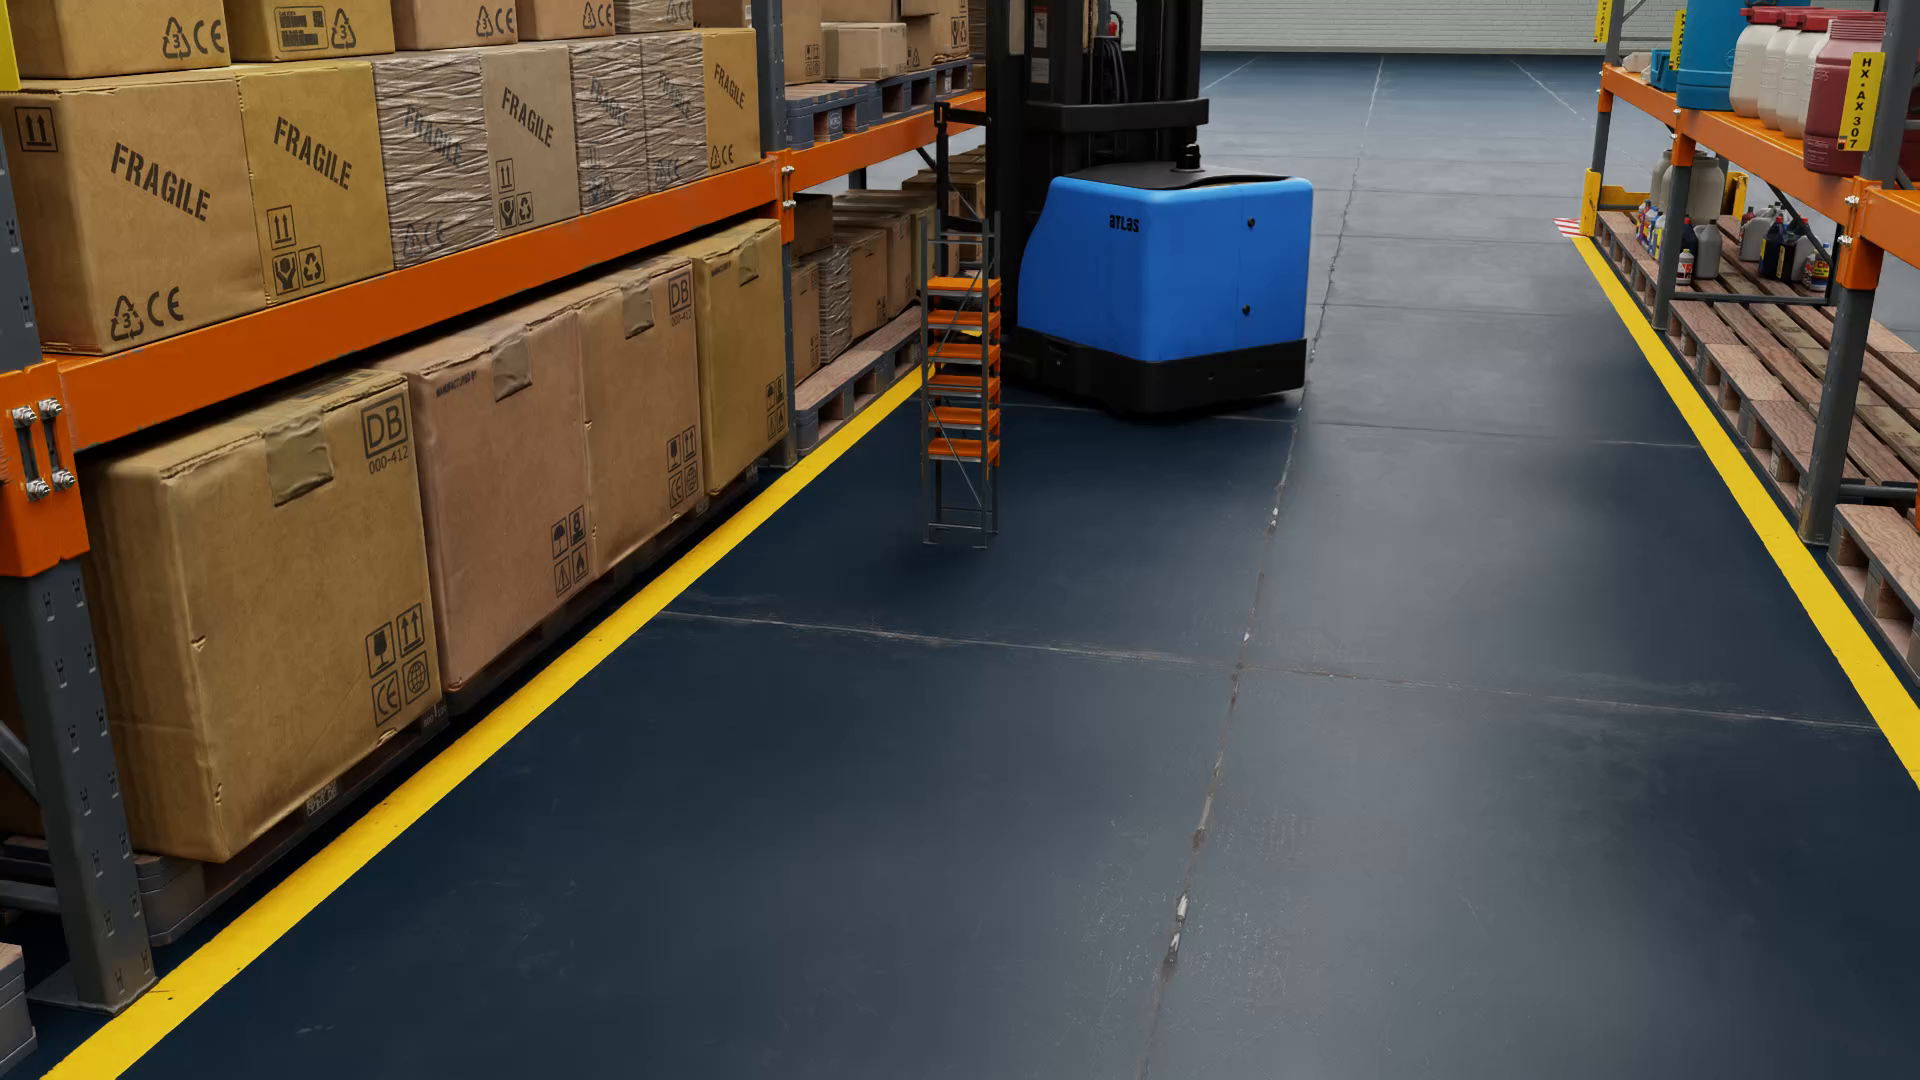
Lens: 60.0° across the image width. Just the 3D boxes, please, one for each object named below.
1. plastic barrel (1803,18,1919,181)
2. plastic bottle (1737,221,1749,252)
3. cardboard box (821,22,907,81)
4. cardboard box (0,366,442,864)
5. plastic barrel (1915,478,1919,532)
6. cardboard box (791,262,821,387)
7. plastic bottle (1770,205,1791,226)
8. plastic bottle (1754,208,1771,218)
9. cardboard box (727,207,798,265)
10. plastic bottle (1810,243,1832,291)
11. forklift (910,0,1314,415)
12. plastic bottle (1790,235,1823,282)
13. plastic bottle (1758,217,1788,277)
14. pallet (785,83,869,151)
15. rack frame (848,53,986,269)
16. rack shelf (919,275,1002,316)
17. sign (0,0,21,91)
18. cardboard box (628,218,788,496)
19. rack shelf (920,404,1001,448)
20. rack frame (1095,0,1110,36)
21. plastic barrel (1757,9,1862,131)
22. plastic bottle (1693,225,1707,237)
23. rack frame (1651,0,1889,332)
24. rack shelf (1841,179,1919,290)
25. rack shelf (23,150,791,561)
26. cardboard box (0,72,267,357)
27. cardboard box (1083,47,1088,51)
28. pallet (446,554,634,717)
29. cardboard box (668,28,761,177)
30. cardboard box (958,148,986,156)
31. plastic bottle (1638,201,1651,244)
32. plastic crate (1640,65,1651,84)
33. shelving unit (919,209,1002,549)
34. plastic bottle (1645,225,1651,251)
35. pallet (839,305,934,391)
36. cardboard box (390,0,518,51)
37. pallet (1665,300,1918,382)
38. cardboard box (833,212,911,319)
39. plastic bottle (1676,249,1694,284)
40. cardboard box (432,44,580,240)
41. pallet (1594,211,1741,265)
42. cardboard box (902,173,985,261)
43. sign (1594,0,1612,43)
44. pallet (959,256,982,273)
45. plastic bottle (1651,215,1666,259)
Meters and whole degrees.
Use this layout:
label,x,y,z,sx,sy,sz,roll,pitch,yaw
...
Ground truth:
label,x,y,z,sx,sy,sz,roll,pitch,yaw
plastic barrel,3.425,-1.609,6.047,0.600,0.536,0.708,5,19,13
plastic bottle,5.289,-2.040,11.169,0.097,0.201,0.097,0,19,0
cardboard box,-0.565,-2.401,8.160,0.500,0.250,0.500,4,19,12
cardboard box,-2.037,0.092,3.916,1.225,0.875,0.875,5,19,14
plastic barrel,3.503,-0.392,5.404,0.600,0.830,0.708,5,19,13
cardboard box,-1.053,-1.003,7.671,0.700,0.500,0.500,4,19,10
plastic bottle,5.333,-1.996,10.809,0.144,0.351,0.185,5,19,13
plastic bottle,5.449,-2.115,11.272,0.152,0.276,0.135,5,19,14
cardboard box,-1.063,-1.359,7.552,0.500,0.250,0.500,5,20,16
plastic bottle,5.086,-1.611,9.805,0.097,0.271,0.097,0,19,0
forklift,0.467,-2.393,8.658,1.130,2.935,3.031,-12,22,-31
plastic bottle,5.138,-1.717,10.107,0.152,0.276,0.135,5,20,15
plastic bottle,5.043,-1.815,10.279,0.144,0.351,0.185,5,19,13
pallet,-1.126,-1.908,7.428,1.213,0.211,1.003,5,19,13
rack frame,-0.220,-3.020,10.389,1.000,3.000,0.127,5,19,13
rack shelf,0.004,-0.871,5.905,0.258,0.103,0.180,5,19,13
sign,-1.636,-0.917,2.769,0.100,0.325,0.005,5,19,13
cardboard box,-1.386,-0.745,6.366,1.225,0.875,0.875,4,19,11
rack shelf,0.004,-0.417,6.060,0.258,0.103,0.180,5,19,13
rack frame,0.757,-4.274,14.060,1.000,3.000,0.127,5,19,13
plastic barrel,3.957,-2.181,7.722,0.433,0.535,0.433,0,19,0
plastic bottle,4.658,-1.829,10.436,0.152,0.276,0.135,5,19,13
rack frame,4.583,-2.629,9.244,1.000,3.000,0.127,5,19,13
rack shelf,3.117,-0.408,3.855,1.077,0.370,4.000,5,19,13
rack shelf,-1.686,-0.799,5.000,1.077,0.370,4.000,5,19,13
cardboard box,-1.820,-0.685,3.396,0.500,0.500,0.500,5,19,14
cardboard box,0.815,-3.889,13.321,0.380,0.149,0.250,5,19,13
pallet,-1.763,0.175,5.347,1.003,0.211,1.213,5,19,13
cardboard box,-1.077,-1.640,6.192,0.500,0.500,0.500,5,20,15
cardboard box,0.304,-2.711,12.700,0.500,0.500,0.500,7,20,18
plastic bottle,4.742,-2.192,11.487,0.061,0.283,0.133,5,19,14
plastic crate,4.734,-3.033,10.835,0.530,0.136,0.437,5,19,13
shelving unit,0.004,-0.572,6.007,0.258,1.200,0.189,5,19,13
plastic bottle,4.683,-2.053,11.207,0.097,0.201,0.097,0,19,0
pallet,-0.705,-1.073,9.002,1.003,0.211,1.213,5,19,13
cardboard box,-1.711,-1.646,4.659,0.797,0.503,0.637,5,20,15
pallet,4.429,-1.060,8.965,1.003,0.211,1.213,5,19,13
cardboard box,-0.662,-1.531,9.217,0.700,0.500,0.500,3,19,9
plastic bottle,4.369,-1.651,10.030,0.097,0.201,0.097,0,19,0
cardboard box,-1.454,-1.161,4.792,0.500,0.500,0.500,5,19,14
pallet,5.384,-2.281,12.541,1.003,0.211,1.213,5,19,13
cardboard box,-0.083,-2.158,11.083,0.500,0.500,0.500,4,19,12
sign,5.028,-4.059,13.001,0.100,0.325,0.005,5,19,13
pallet,-0.090,-1.914,11.465,1.003,0.211,1.213,5,19,13
plastic bottle,4.630,-1.985,10.892,0.152,0.276,0.135,5,19,14
